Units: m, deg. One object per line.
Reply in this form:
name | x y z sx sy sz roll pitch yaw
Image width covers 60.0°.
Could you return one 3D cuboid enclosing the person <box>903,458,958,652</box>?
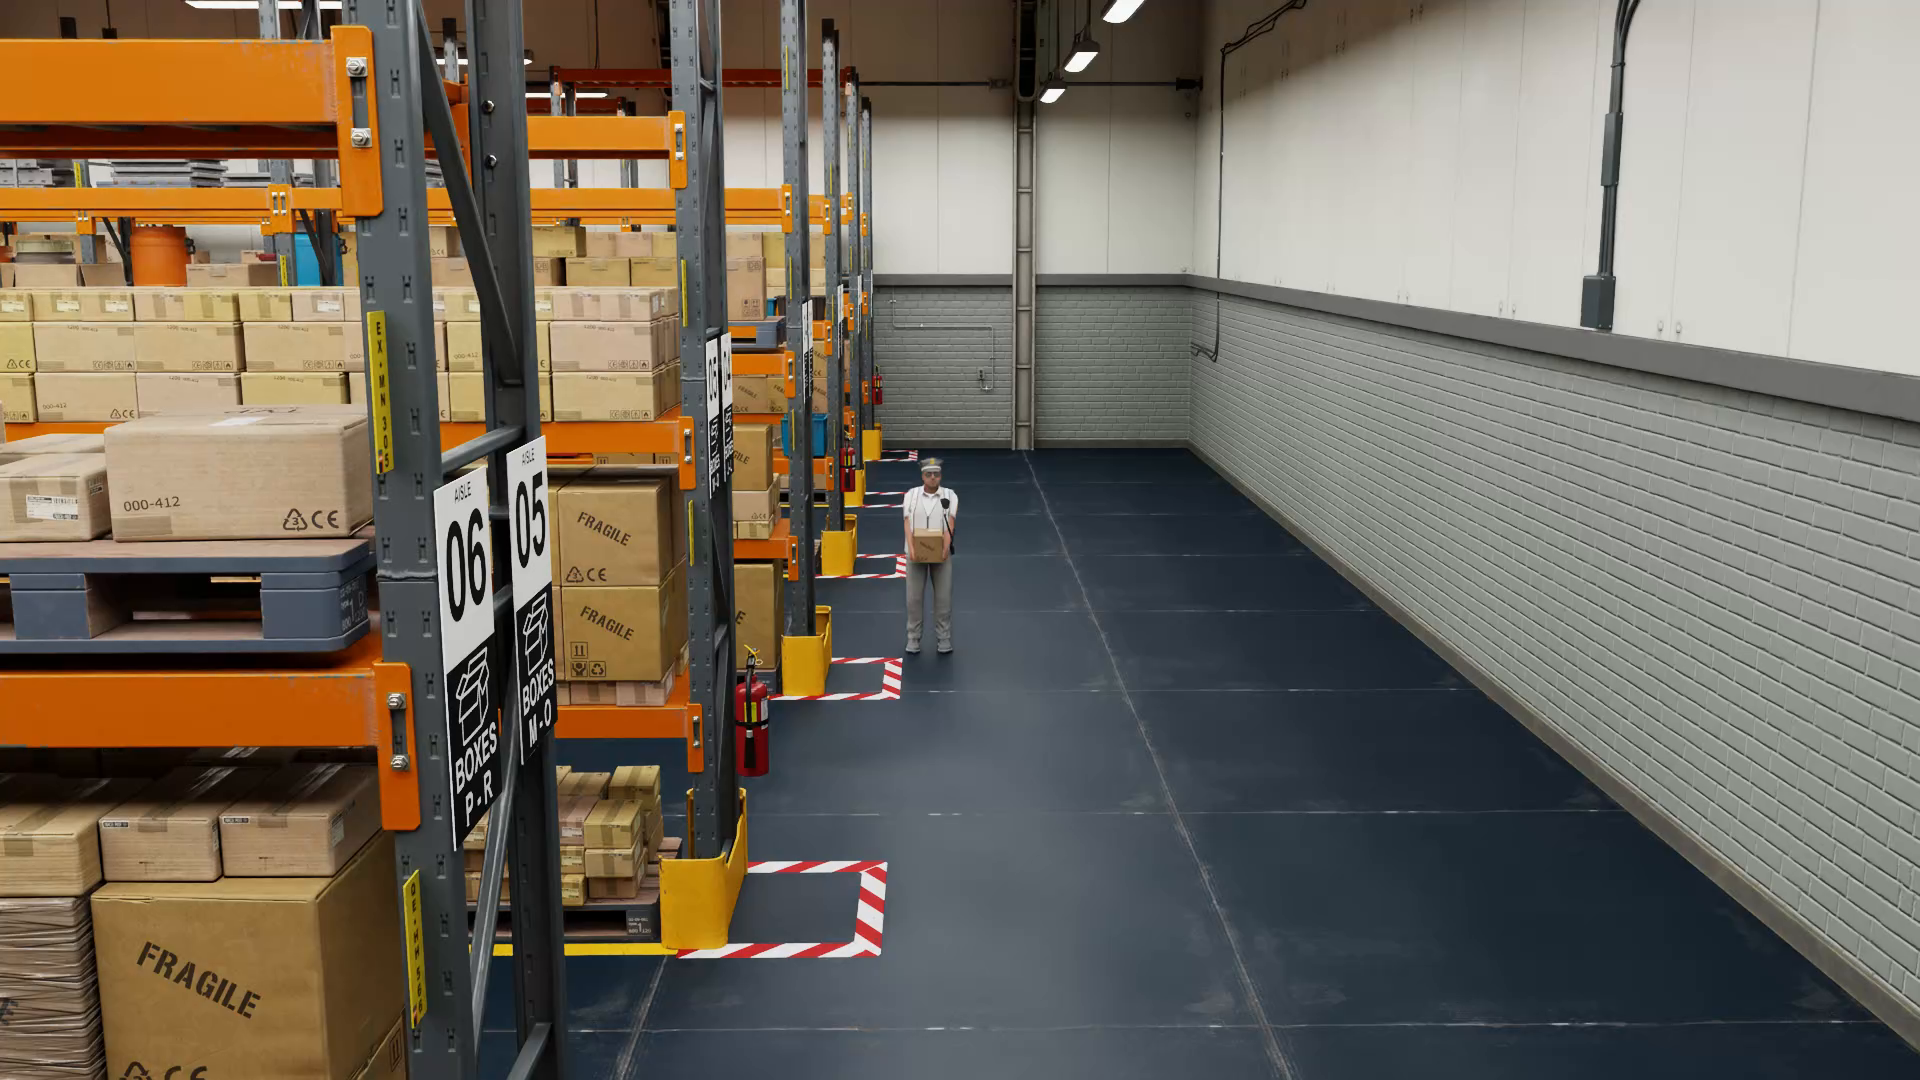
person | -0.266 0.140 15.068 0.494 1.765 0.565 0 10 0
